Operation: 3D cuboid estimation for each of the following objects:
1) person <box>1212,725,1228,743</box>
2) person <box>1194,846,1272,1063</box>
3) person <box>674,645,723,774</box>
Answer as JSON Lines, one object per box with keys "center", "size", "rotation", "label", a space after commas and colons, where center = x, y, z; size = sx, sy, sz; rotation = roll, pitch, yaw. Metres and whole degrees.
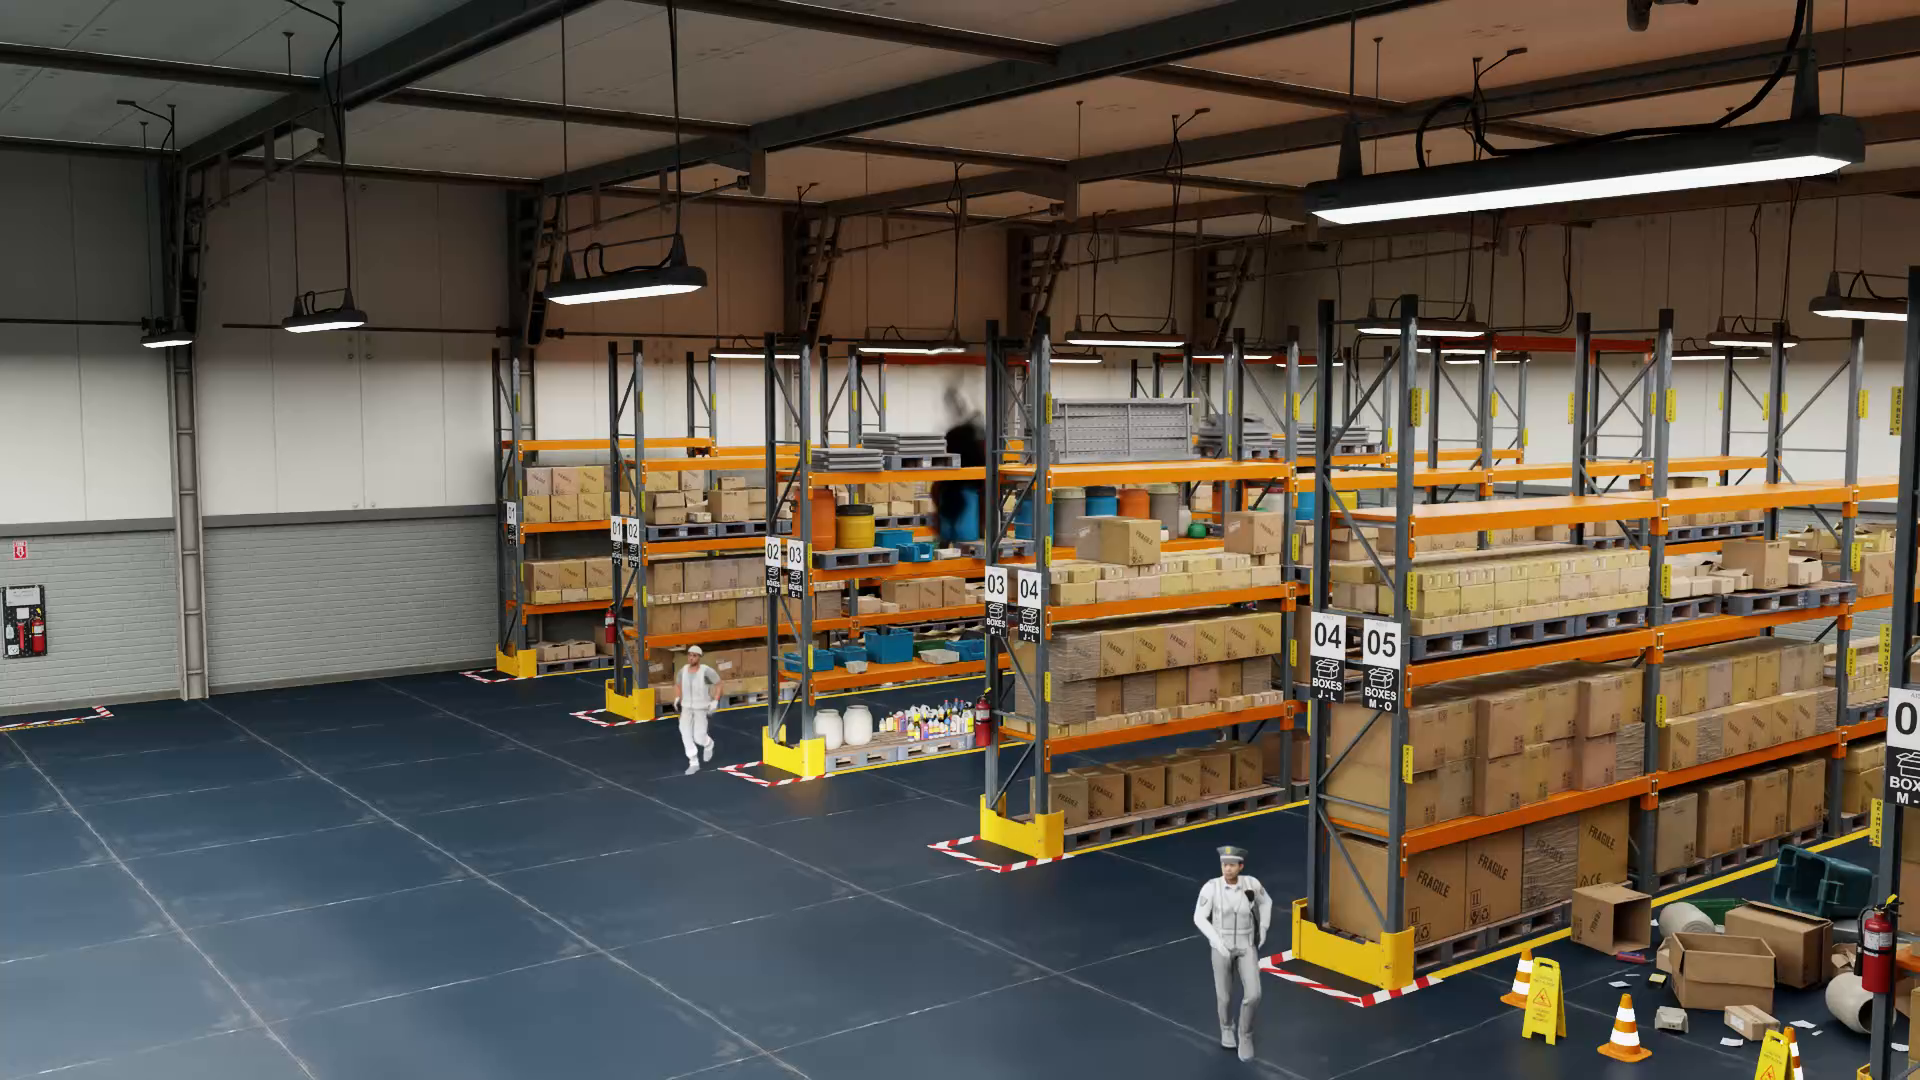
{"center": [3.764, 2.277, 23.830], "size": [0.624, 1.567, 0.519], "rotation": [-5, 7, -44], "label": "person"}
{"center": [2.137, 3.193, 12.961], "size": [0.628, 1.679, 0.630], "rotation": [0, 5, 3], "label": "person"}
{"center": [-3.591, 2.303, 22.789], "size": [0.696, 1.747, 0.627], "rotation": [1, 5, 12], "label": "person"}
